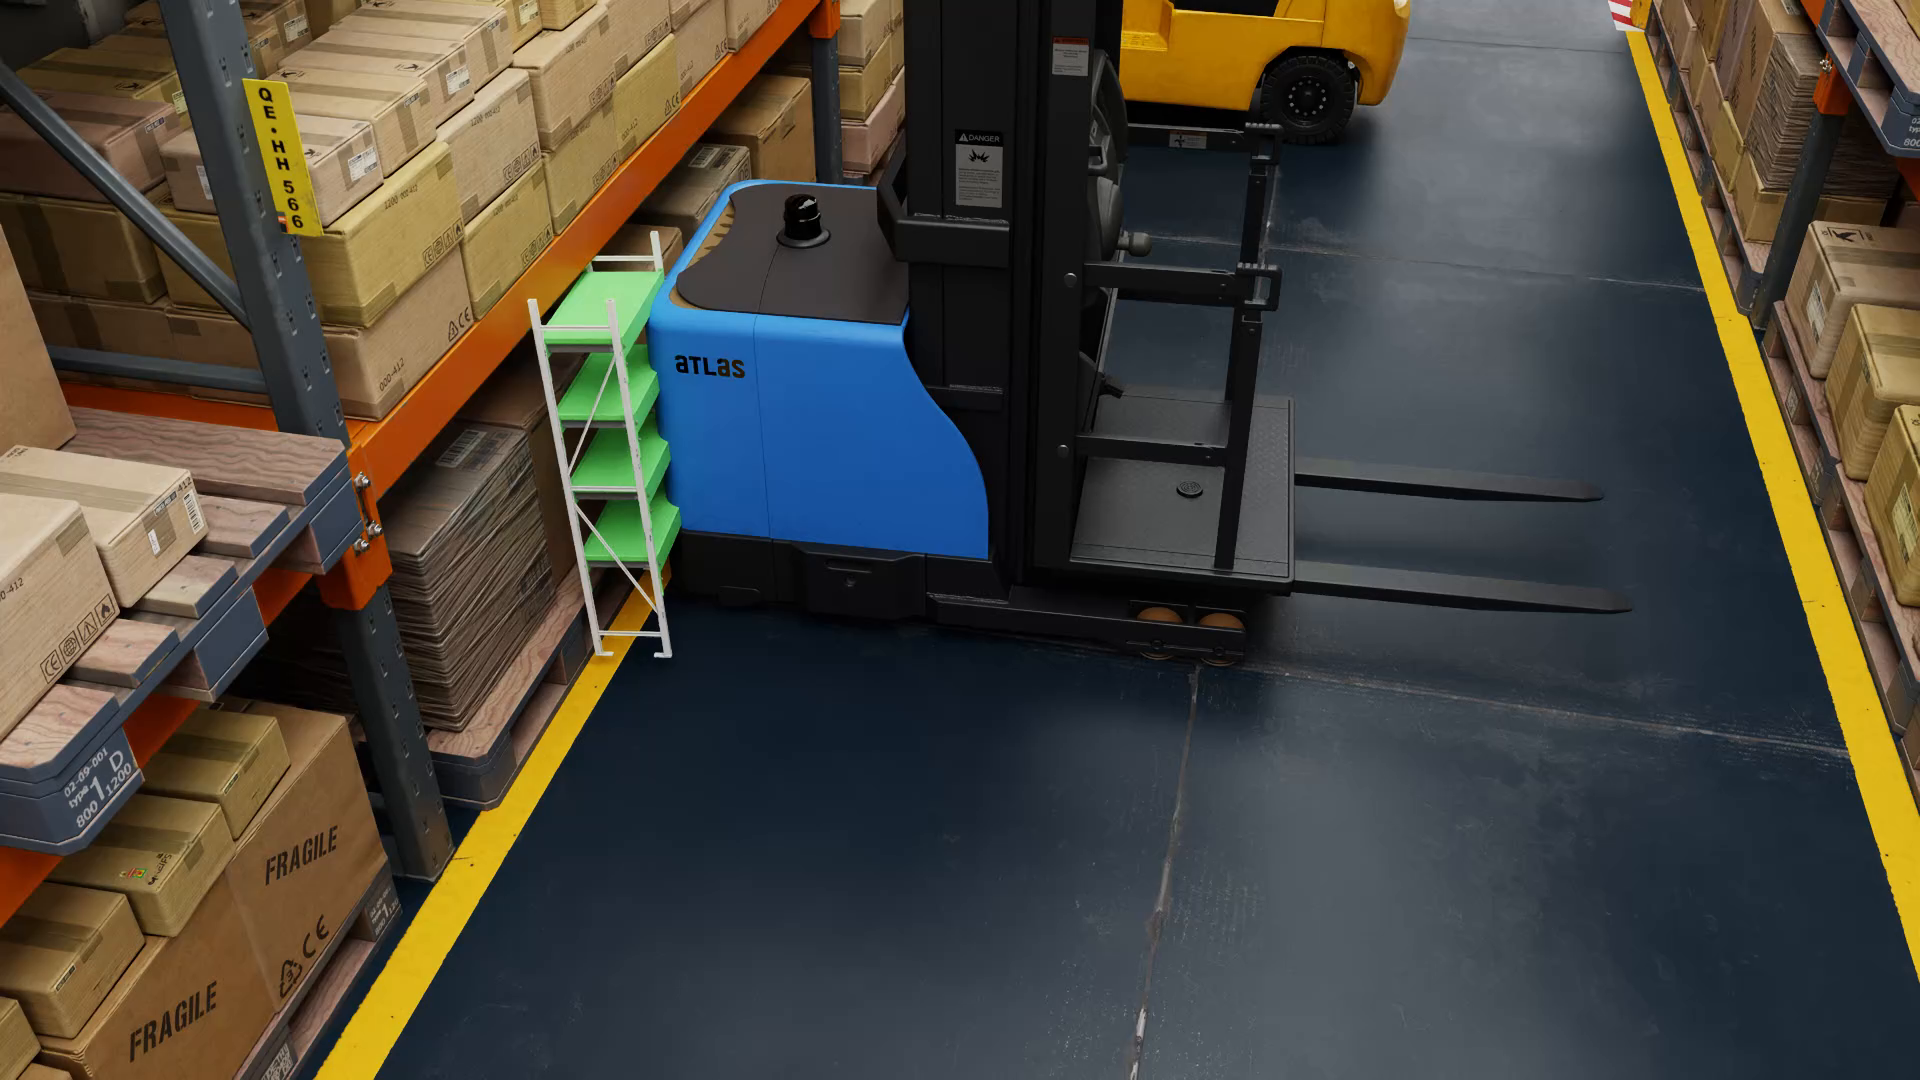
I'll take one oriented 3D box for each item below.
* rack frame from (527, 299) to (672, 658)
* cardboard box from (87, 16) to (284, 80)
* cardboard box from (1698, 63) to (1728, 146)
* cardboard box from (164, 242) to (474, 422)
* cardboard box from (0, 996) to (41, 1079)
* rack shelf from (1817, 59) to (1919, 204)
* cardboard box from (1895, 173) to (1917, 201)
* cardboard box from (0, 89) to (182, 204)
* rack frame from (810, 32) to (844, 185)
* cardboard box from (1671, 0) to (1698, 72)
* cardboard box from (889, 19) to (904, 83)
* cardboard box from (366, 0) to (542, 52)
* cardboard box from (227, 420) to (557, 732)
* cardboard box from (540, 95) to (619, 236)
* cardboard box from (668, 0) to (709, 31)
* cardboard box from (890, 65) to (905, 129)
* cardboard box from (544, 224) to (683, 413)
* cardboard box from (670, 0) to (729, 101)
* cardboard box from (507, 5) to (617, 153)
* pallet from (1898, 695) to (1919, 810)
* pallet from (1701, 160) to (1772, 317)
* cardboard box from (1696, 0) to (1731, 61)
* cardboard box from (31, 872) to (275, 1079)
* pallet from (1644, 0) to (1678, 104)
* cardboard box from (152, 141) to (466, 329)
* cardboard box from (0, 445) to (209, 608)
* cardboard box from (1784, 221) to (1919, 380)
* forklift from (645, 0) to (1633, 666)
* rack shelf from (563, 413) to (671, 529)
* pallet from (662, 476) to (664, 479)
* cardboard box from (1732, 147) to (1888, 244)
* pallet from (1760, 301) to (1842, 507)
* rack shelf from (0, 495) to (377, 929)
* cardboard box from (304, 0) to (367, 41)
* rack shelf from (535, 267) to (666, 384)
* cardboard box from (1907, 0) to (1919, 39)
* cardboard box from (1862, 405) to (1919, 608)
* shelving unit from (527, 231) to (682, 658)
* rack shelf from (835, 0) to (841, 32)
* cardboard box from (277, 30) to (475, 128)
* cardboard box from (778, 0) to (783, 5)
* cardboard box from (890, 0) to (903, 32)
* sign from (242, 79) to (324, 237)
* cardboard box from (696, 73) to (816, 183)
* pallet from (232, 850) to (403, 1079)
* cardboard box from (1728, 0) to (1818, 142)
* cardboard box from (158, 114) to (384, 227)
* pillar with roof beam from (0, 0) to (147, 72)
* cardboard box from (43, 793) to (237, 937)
[{"bbox_3d":[-1.038,-0.147,4.856,0.240,1.200,0.015,1,33,6],"label":"rack frame"},{"bbox_3d":[-1.952,-1.205,4.219,0.380,0.149,0.250,7,37,10],"label":"cardboard box"},{"bbox_3d":[3.899,-2.086,8.057,0.500,0.250,0.500,8,37,11],"label":"cardboard box"},{"bbox_3d":[-1.552,-0.549,4.079,0.500,0.250,0.500,7,37,10],"label":"cardboard box"},{"bbox_3d":[-1.972,0.960,3.089,0.380,0.149,0.250,8,37,11],"label":"cardboard box"},{"bbox_3d":[3.391,-0.621,4.664,1.077,0.370,4.000,7,37,10],"label":"rack shelf"},{"bbox_3d":[4.208,-1.723,6.918,0.500,0.500,0.500,9,37,12],"label":"cardboard box"},{"bbox_3d":[-2.014,-0.901,3.799,0.380,0.149,0.250,8,37,11],"label":"cardboard box"},{"bbox_3d":[-1.031,-2.679,6.890,1.000,3.000,0.127,7,37,10],"label":"rack frame"},{"bbox_3d":[4.114,-2.689,8.890,0.500,0.250,0.500,9,37,12],"label":"cardboard box"},{"bbox_3d":[-0.521,-2.466,8.155,0.500,0.250,0.500,7,37,10],"label":"cardboard box"},{"bbox_3d":[-1.376,-1.438,4.539,0.380,0.149,0.250,8,37,10],"label":"cardboard box"},{"bbox_3d":[-1.739,0.050,4.791,0.875,0.625,0.625,8,37,11],"label":"cardboard box"},{"bbox_3d":[-1.337,-1.133,4.884,0.500,0.250,0.500,6,36,8],"label":"cardboard box"},{"bbox_3d":[-1.104,-1.919,5.543,0.500,0.250,0.500,8,37,11],"label":"cardboard box"},{"bbox_3d":[-0.511,-2.264,8.303,0.500,0.250,0.500,7,36,9],"label":"cardboard box"},{"bbox_3d":[-1.464,-0.712,5.841,0.875,0.625,0.625,6,36,8],"label":"cardboard box"},{"bbox_3d":[-1.121,-1.727,5.704,0.500,0.250,0.500,8,37,10],"label":"cardboard box"},{"bbox_3d":[-1.315,-1.336,4.739,0.500,0.250,0.500,6,36,9],"label":"cardboard box"},{"bbox_3d":[3.133,0.916,4.307,1.003,0.211,1.213,7,37,10],"label":"pallet"},{"bbox_3d":[3.928,-1.319,7.390,1.003,0.211,1.213,7,37,10],"label":"pallet"},{"bbox_3d":[4.003,-2.684,8.243,0.500,0.500,0.500,8,37,11],"label":"cardboard box"},{"bbox_3d":[-1.883,1.011,3.571,0.500,0.500,0.500,7,36,9],"label":"cardboard box"},{"bbox_3d":[4.449,-2.718,9.320,1.003,0.211,1.213,7,37,10],"label":"pallet"},{"bbox_3d":[-1.528,-0.748,3.928,0.500,0.250,0.500,7,37,10],"label":"cardboard box"},{"bbox_3d":[-1.651,-0.029,3.091,0.380,0.149,0.250,8,37,11],"label":"cardboard box"},{"bbox_3d":[3.709,-0.864,6.267,0.950,0.372,0.625,8,37,11],"label":"cardboard box"},{"bbox_3d":[0.615,-1.128,4.809,3.031,2.935,1.130,5,36,7],"label":"forklift"},{"bbox_3d":[-1.013,-0.224,5.095,0.258,0.148,0.480,1,33,6],"label":"rack shelf"},{"bbox_3d":[-1.409,-0.421,6.151,1.003,0.211,1.213,7,37,10],"label":"pallet"},{"bbox_3d":[3.682,-1.488,7.232,0.500,0.250,0.500,9,37,12],"label":"cardboard box"},{"bbox_3d":[3.654,-0.483,6.237,1.003,0.211,1.213,7,37,10],"label":"pallet"},{"bbox_3d":[-2.313,1.052,2.355,1.077,0.370,4.000,7,37,10],"label":"rack shelf"},{"bbox_3d":[-1.836,-1.495,4.619,0.380,0.149,0.250,7,37,10],"label":"cardboard box"},{"bbox_3d":[-1.032,-0.629,4.838,0.258,0.148,0.480,1,33,6],"label":"rack shelf"},{"bbox_3d":[3.330,-1.708,5.406,0.380,0.149,0.250,8,37,11],"label":"cardboard box"},{"bbox_3d":[3.412,-0.052,5.148,0.950,0.372,0.625,8,37,12],"label":"cardboard box"},{"bbox_3d":[-1.016,-0.278,5.061,0.258,1.200,0.503,1,33,6],"label":"shelving unit"},{"bbox_3d":[-0.604,-3.534,8.683,1.077,0.370,4.000,7,37,10],"label":"rack shelf"},{"bbox_3d":[-1.444,-1.138,4.127,0.380,0.149,0.250,8,37,11],"label":"cardboard box"},{"bbox_3d":[-0.883,-2.296,6.490,0.500,0.250,0.500,8,37,11],"label":"cardboard box"},{"bbox_3d":[-0.502,-2.670,8.011,0.500,0.250,0.500,7,37,10],"label":"cardboard box"},{"bbox_3d":[-1.354,-0.760,3.323,0.100,0.325,0.005,7,37,10],"label":"sign"},{"bbox_3d":[-1.132,-1.587,7.049,0.875,0.625,0.625,9,37,12],"label":"cardboard box"},{"bbox_3d":[-2.082,1.167,3.960,1.003,0.211,1.213,7,37,10],"label":"pallet"},{"bbox_3d":[3.790,-2.084,7.415,0.500,0.500,0.500,8,37,11],"label":"cardboard box"},{"bbox_3d":[-1.530,-0.835,3.707,0.380,0.149,0.250,8,37,11],"label":"cardboard box"},{"bbox_3d":[1.718,-3.135,2.408,9.100,9.000,0.400,7,37,10],"label":"pillar with roof beam"},{"bbox_3d":[-1.772,0.669,3.490,0.380,0.149,0.250,6,36,8],"label":"cardboard box"}]
